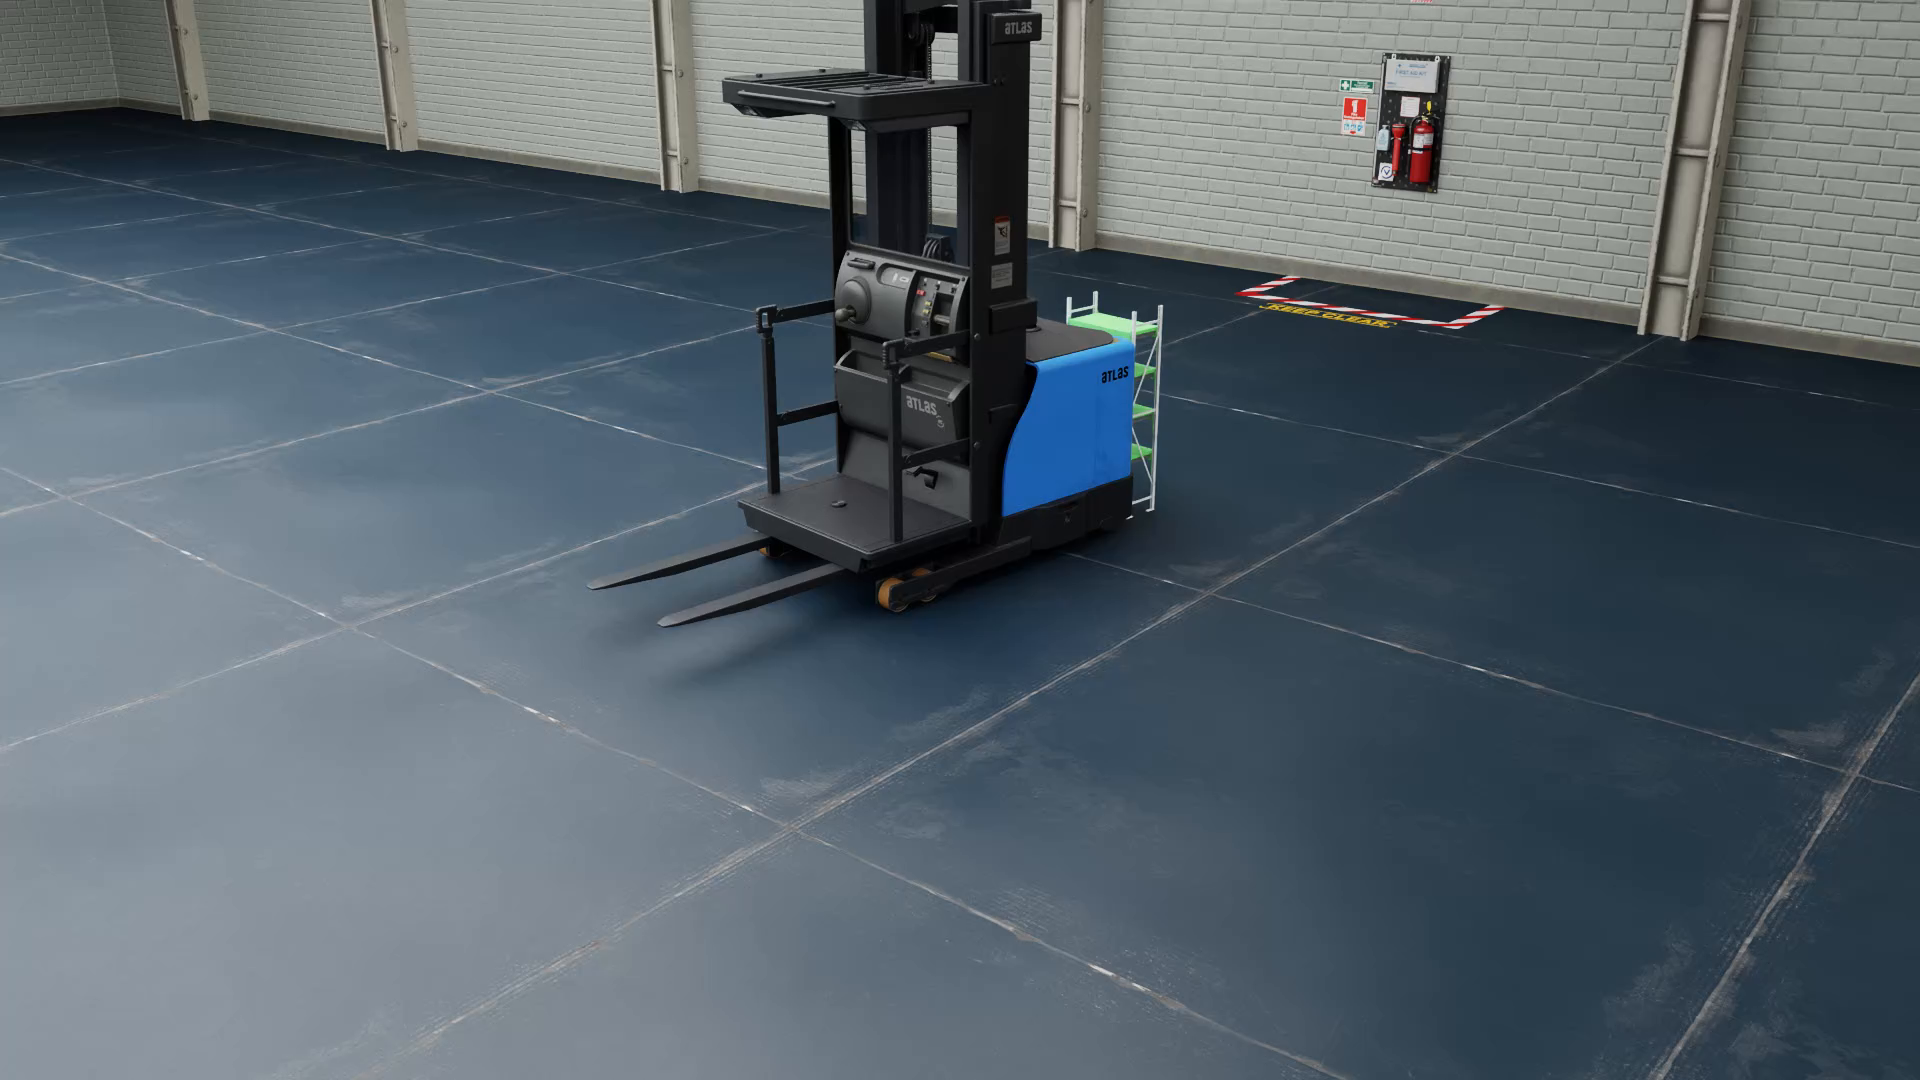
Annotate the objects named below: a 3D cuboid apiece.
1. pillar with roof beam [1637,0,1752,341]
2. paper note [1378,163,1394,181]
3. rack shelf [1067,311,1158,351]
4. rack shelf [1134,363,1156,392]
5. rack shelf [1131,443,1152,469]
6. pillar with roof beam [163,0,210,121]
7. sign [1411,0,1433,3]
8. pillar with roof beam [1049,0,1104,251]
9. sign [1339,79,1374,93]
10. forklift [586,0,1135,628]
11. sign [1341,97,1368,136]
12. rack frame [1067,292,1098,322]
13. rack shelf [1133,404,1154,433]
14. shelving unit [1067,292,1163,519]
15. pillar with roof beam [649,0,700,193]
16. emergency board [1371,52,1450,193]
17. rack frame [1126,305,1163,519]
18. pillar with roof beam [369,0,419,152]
[{"bbox_3d":[3.090,-4.726,8.948,0.400,9.000,9.100,16,26,36],"label":"pillar with roof beam"},{"bbox_3d":[3.829,-3.304,14.927,0.142,0.148,0.016,16,26,36],"label":"paper note"},{"bbox_3d":[0.865,-1.162,9.370,0.258,0.148,0.480,-18,27,-40],"label":"rack shelf"},{"bbox_3d":[0.865,-0.937,9.454,0.258,0.148,0.480,-18,27,-40],"label":"rack shelf"},{"bbox_3d":[0.865,-0.488,9.624,0.258,0.148,0.480,-18,27,-40],"label":"rack shelf"},{"bbox_3d":[-15.503,-10.081,23.147,0.400,9.000,9.100,16,26,36],"label":"pillar with roof beam"},{"bbox_3d":[3.979,-4.772,14.285,0.199,0.298,0.001,16,26,36],"label":"sign"},{"bbox_3d":[-1.558,-6.065,12.498,0.400,9.000,9.100,16,26,36],"label":"pillar with roof beam"},{"bbox_3d":[3.557,-4.071,14.910,0.331,0.109,0.001,16,26,36],"label":"sign"},{"bbox_3d":[-0.455,-1.222,8.254,3.031,2.935,1.130,-18,27,-40],"label":"forklift"},{"bbox_3d":[3.559,-3.826,15.012,0.234,0.329,0.001,16,26,36],"label":"sign"},{"bbox_3d":[0.698,-0.836,9.683,0.240,1.200,0.015,-18,27,-40],"label":"rack frame"},{"bbox_3d":[0.865,-0.713,9.539,0.258,0.148,0.480,-18,27,-40],"label":"rack shelf"},{"bbox_3d":[0.865,-0.773,9.516,0.258,1.200,0.503,-18,27,-40],"label":"shelving unit"},{"bbox_3d":[-6.206,-7.404,16.047,0.400,9.000,9.100,16,26,36],"label":"pillar with roof beam"},{"bbox_3d":[3.922,-3.658,14.617,0.643,1.169,0.194,16,26,36],"label":"emergency board"},{"bbox_3d":[1.031,-0.710,9.349,0.240,1.200,0.015,-18,27,-40],"label":"rack frame"},{"bbox_3d":[-10.855,-8.742,19.597,0.400,9.000,9.100,16,26,36],"label":"pillar with roof beam"}]
